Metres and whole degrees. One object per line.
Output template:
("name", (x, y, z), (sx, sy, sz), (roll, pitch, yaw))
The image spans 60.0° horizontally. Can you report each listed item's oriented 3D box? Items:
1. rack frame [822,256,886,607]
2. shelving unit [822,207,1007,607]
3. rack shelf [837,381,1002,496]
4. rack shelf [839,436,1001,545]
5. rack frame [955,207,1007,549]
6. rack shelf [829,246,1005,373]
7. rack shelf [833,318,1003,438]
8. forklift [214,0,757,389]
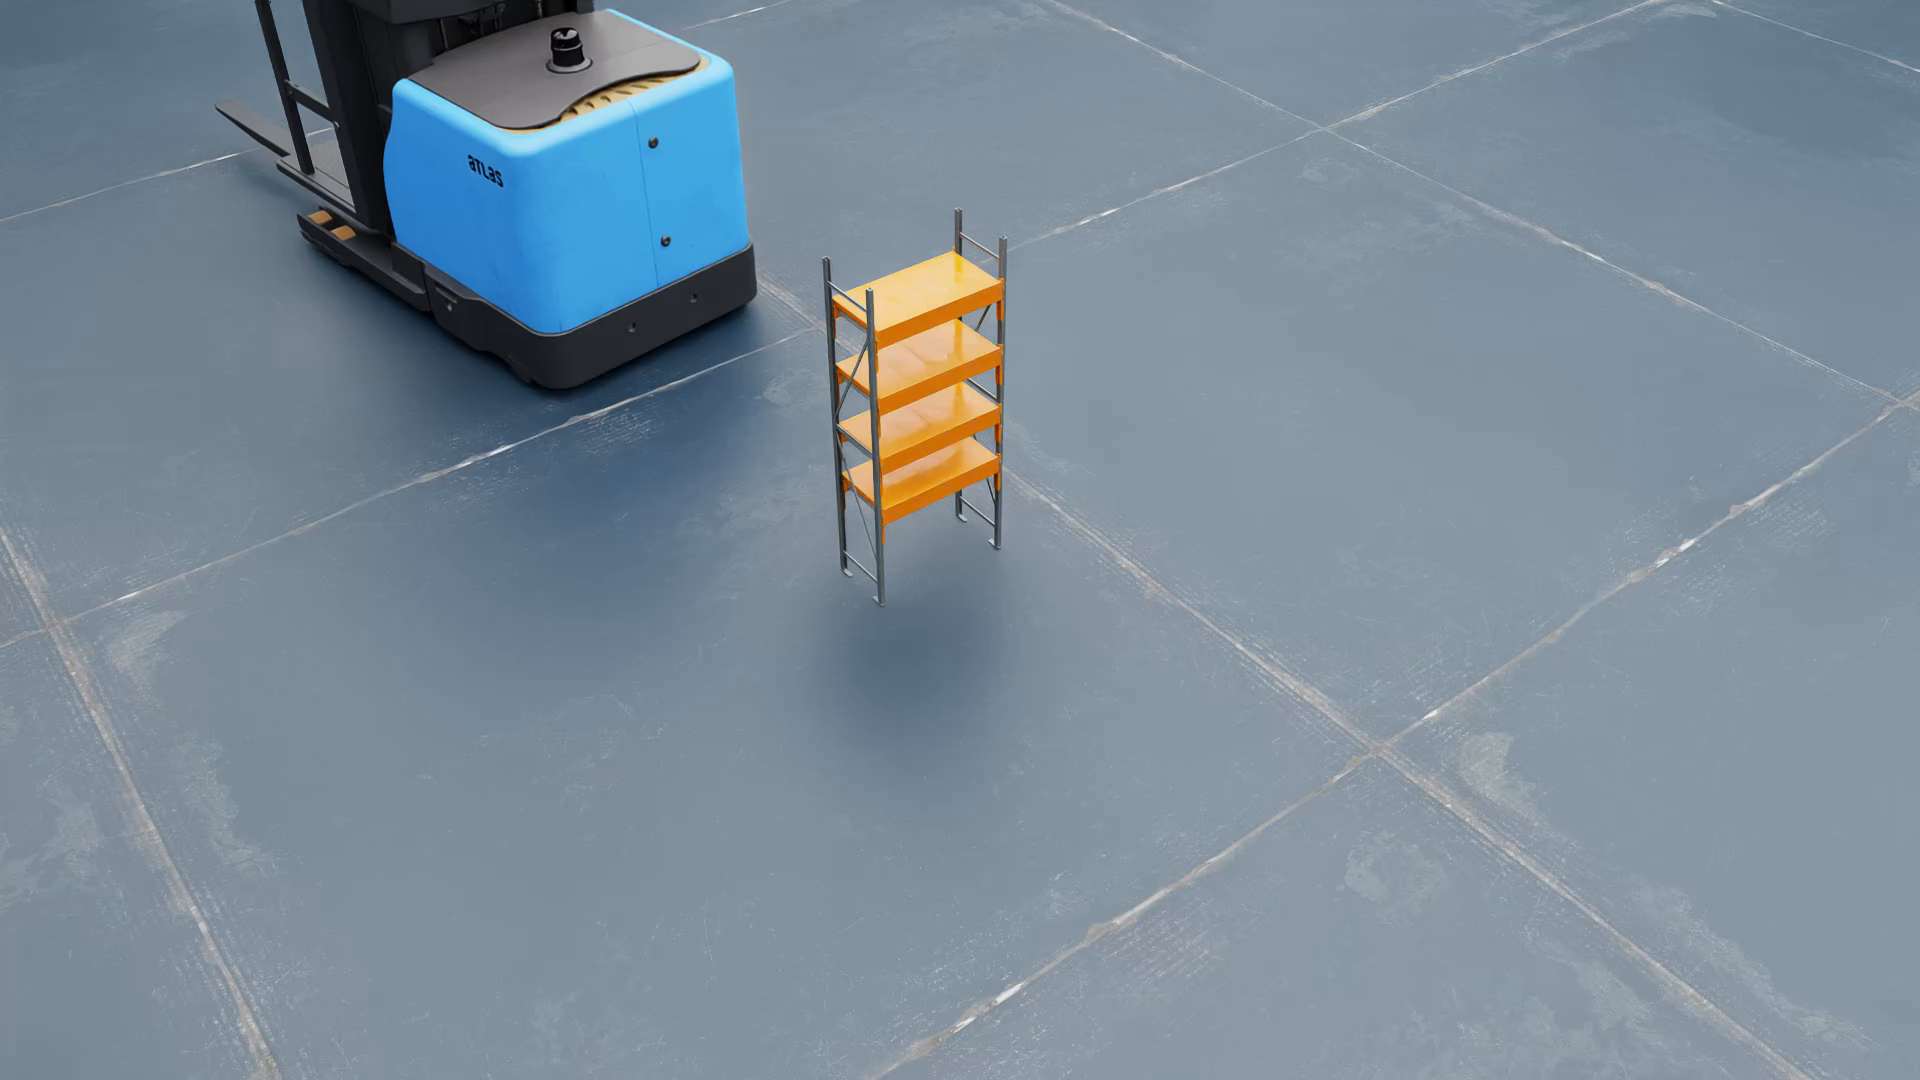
("rack frame", (-0.325, -0.306, 5.177), (0.015, 1.200, 0.240), (-26, 46, -28))
("shelving unit", (-0.131, -0.400, 5.291), (0.503, 1.200, 0.258), (-26, 46, -28))
("rack shelf", (-0.131, -0.348, 5.334), (0.480, 0.148, 0.258), (-26, 46, -28))
("rack shelf", (-0.131, -0.194, 5.460), (0.480, 0.148, 0.258), (-26, 46, -28))
("rack frame", (0.062, -0.494, 5.406), (0.015, 1.200, 0.240), (-26, 46, -28))
("rack shelf", (-0.131, -0.704, 5.042), (0.480, 0.148, 0.258), (-26, 46, -28))
("rack shelf", (-0.131, -0.521, 5.192), (0.480, 0.148, 0.258), (-26, 46, -28))
("forklift", (-2.246, -2.531, 6.525), (3.031, 2.935, 1.130), (32, 49, 33))
